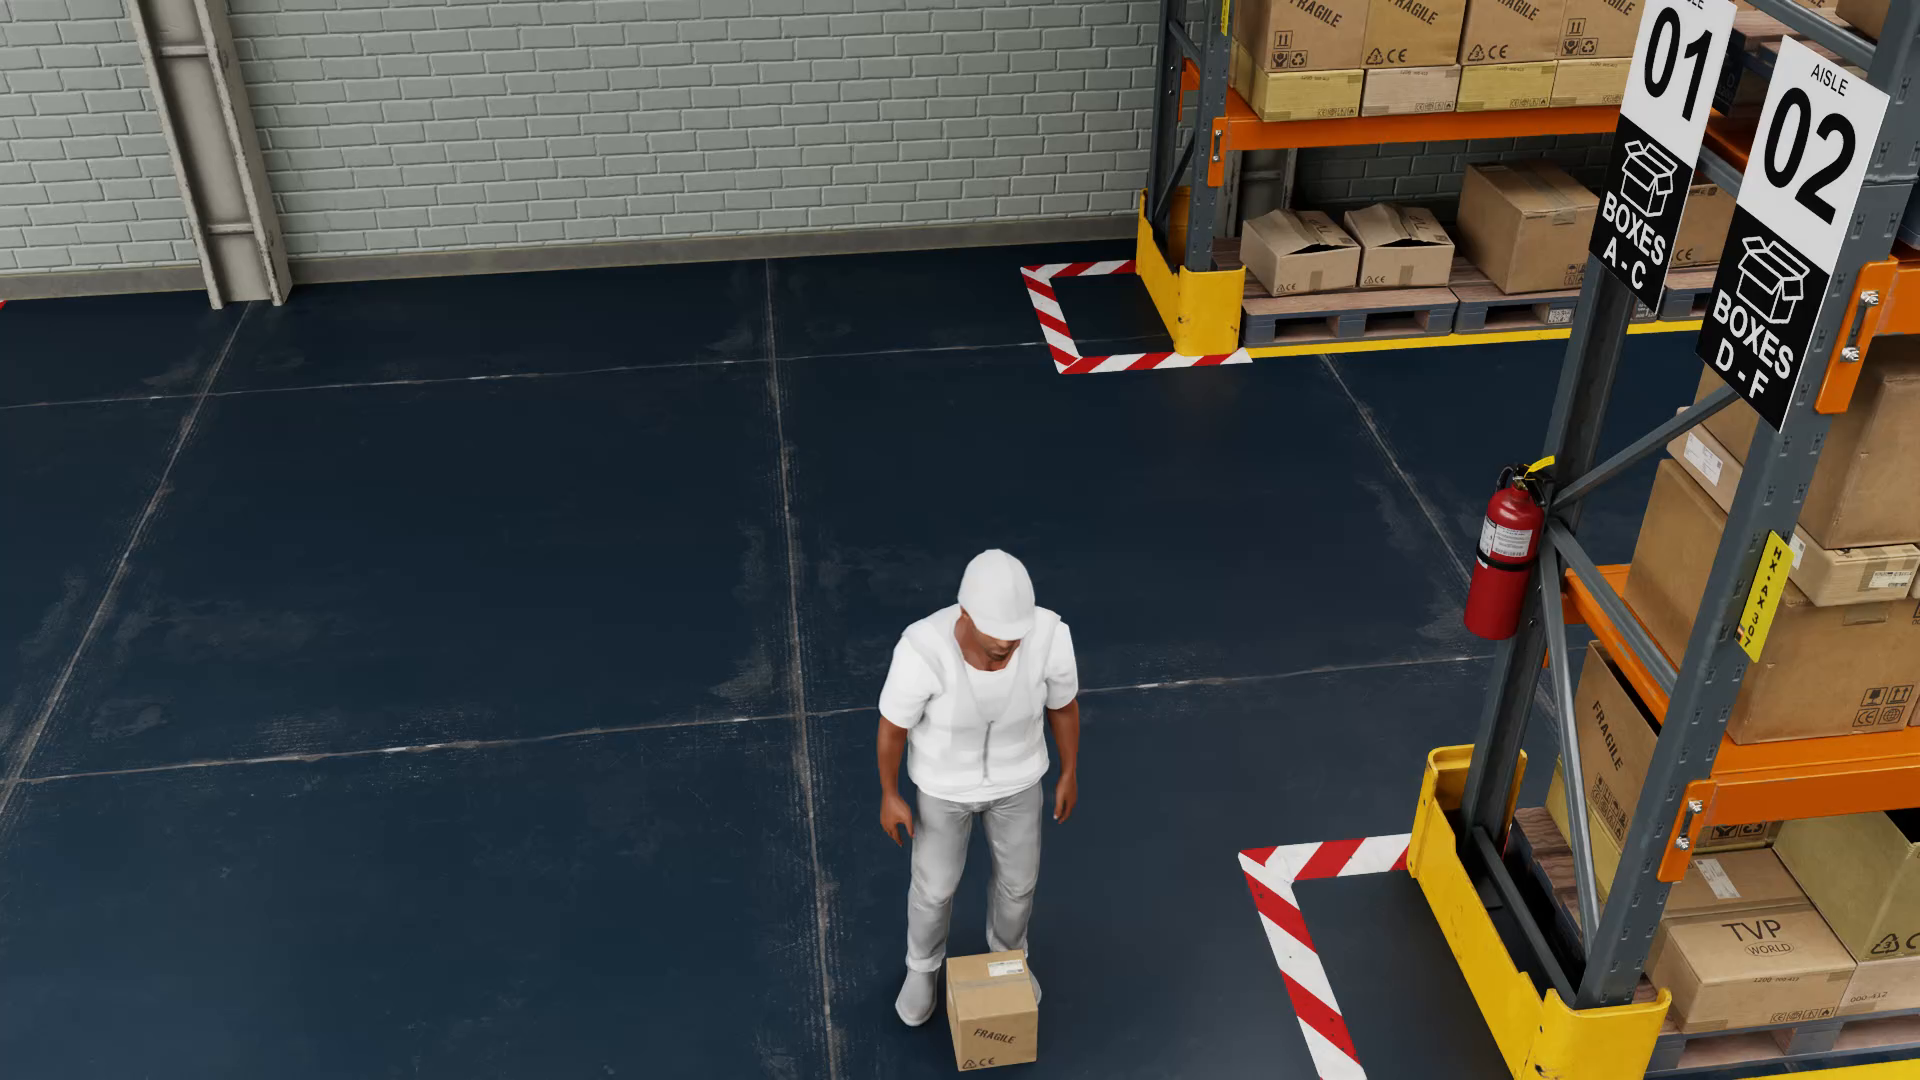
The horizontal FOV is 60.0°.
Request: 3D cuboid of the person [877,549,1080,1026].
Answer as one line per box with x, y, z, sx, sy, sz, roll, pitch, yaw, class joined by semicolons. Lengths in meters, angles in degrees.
0.063;0.743;5.051;0.629;1.759;0.461;-6;35;-9;person
